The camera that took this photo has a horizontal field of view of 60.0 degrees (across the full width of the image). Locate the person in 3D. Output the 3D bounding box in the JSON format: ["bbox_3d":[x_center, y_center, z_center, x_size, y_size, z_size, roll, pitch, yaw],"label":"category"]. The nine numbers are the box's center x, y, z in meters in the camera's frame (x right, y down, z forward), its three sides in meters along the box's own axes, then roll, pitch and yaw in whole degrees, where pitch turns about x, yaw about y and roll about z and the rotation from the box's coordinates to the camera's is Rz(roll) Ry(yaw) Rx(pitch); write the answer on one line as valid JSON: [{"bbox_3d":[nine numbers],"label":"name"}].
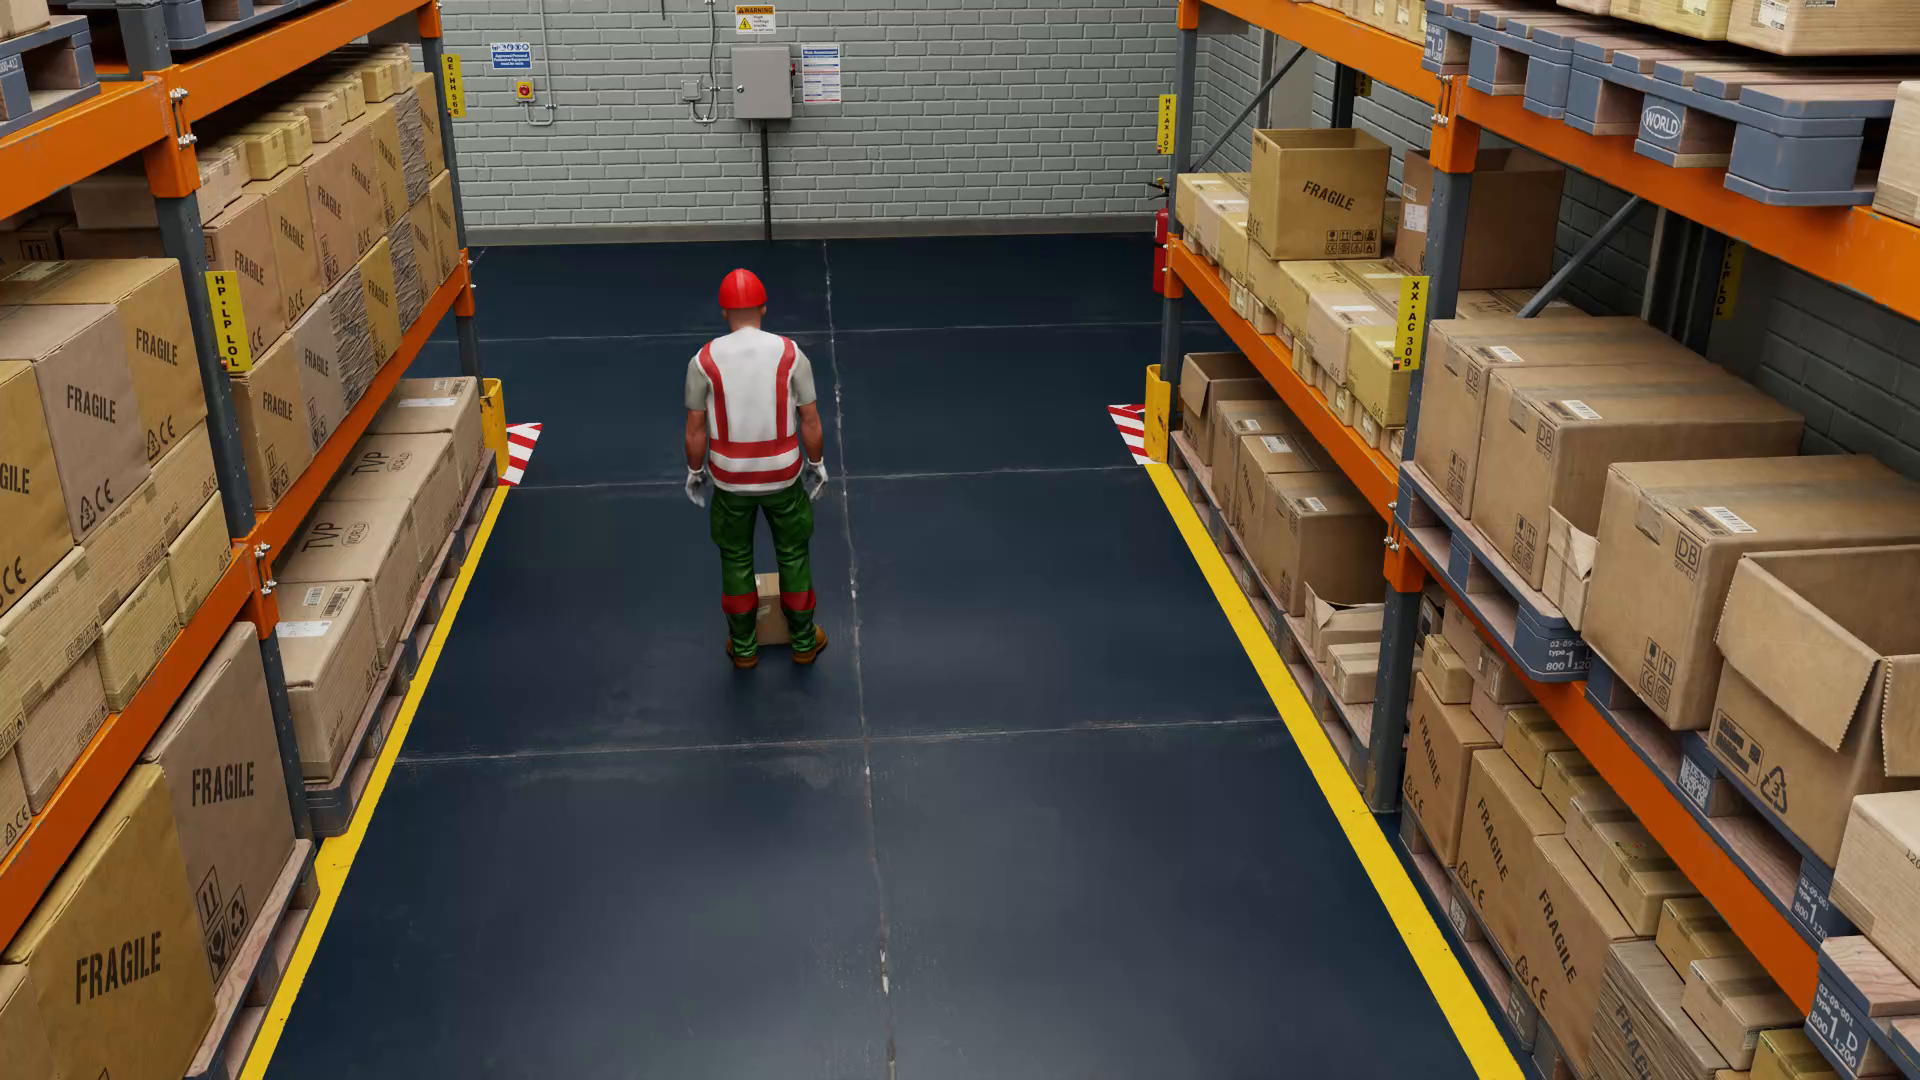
[{"bbox_3d":[-0.875,-0.288,7.245,0.609,1.777,0.448,-2,24,-5],"label":"person"}]
